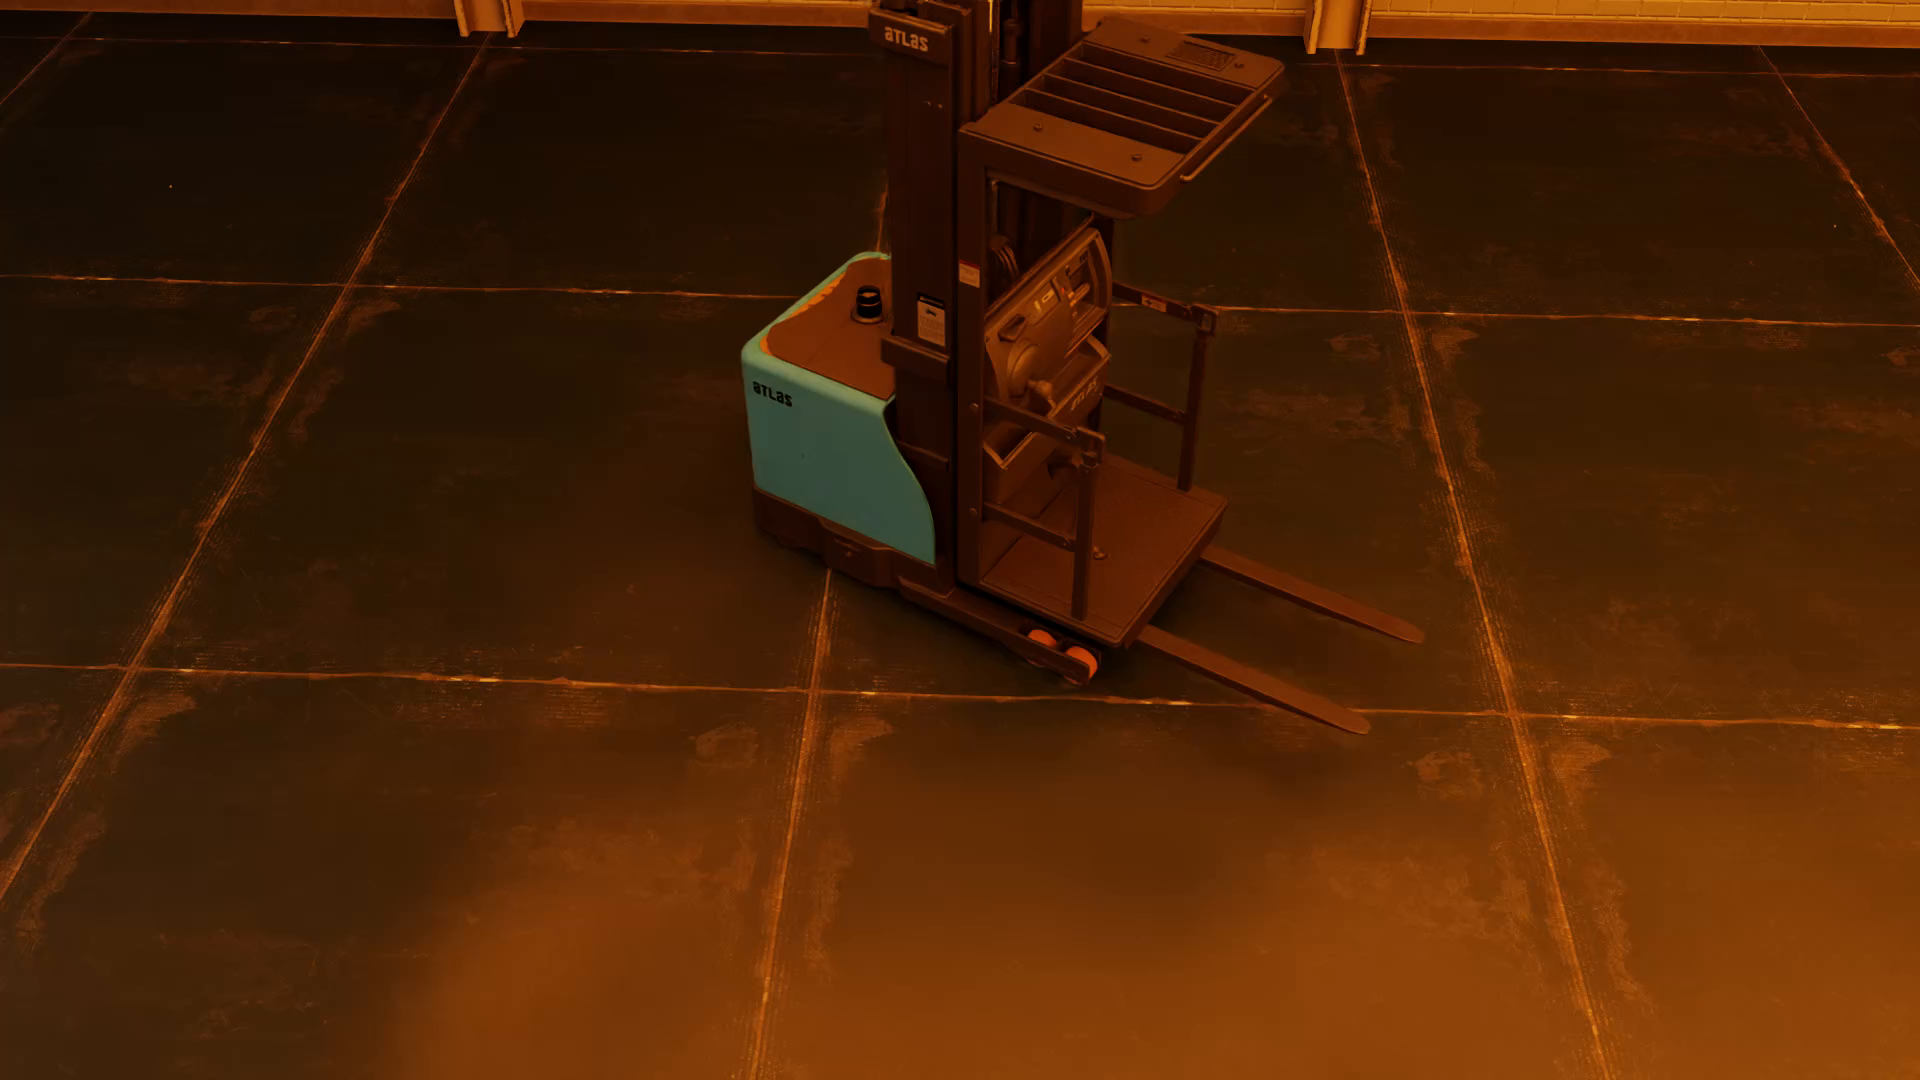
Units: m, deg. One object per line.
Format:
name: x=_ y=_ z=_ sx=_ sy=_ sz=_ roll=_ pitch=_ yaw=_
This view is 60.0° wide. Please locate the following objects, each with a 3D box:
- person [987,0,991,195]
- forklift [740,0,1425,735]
person: x=0.086 y=-2.932 z=9.806 sx=0.383 sy=1.783 sz=0.561 roll=-6 pitch=43 yaw=-6
forklift: x=0.541 y=-0.867 z=6.692 sx=3.031 sy=2.935 sz=1.130 roll=23 pitch=47 yaw=23
